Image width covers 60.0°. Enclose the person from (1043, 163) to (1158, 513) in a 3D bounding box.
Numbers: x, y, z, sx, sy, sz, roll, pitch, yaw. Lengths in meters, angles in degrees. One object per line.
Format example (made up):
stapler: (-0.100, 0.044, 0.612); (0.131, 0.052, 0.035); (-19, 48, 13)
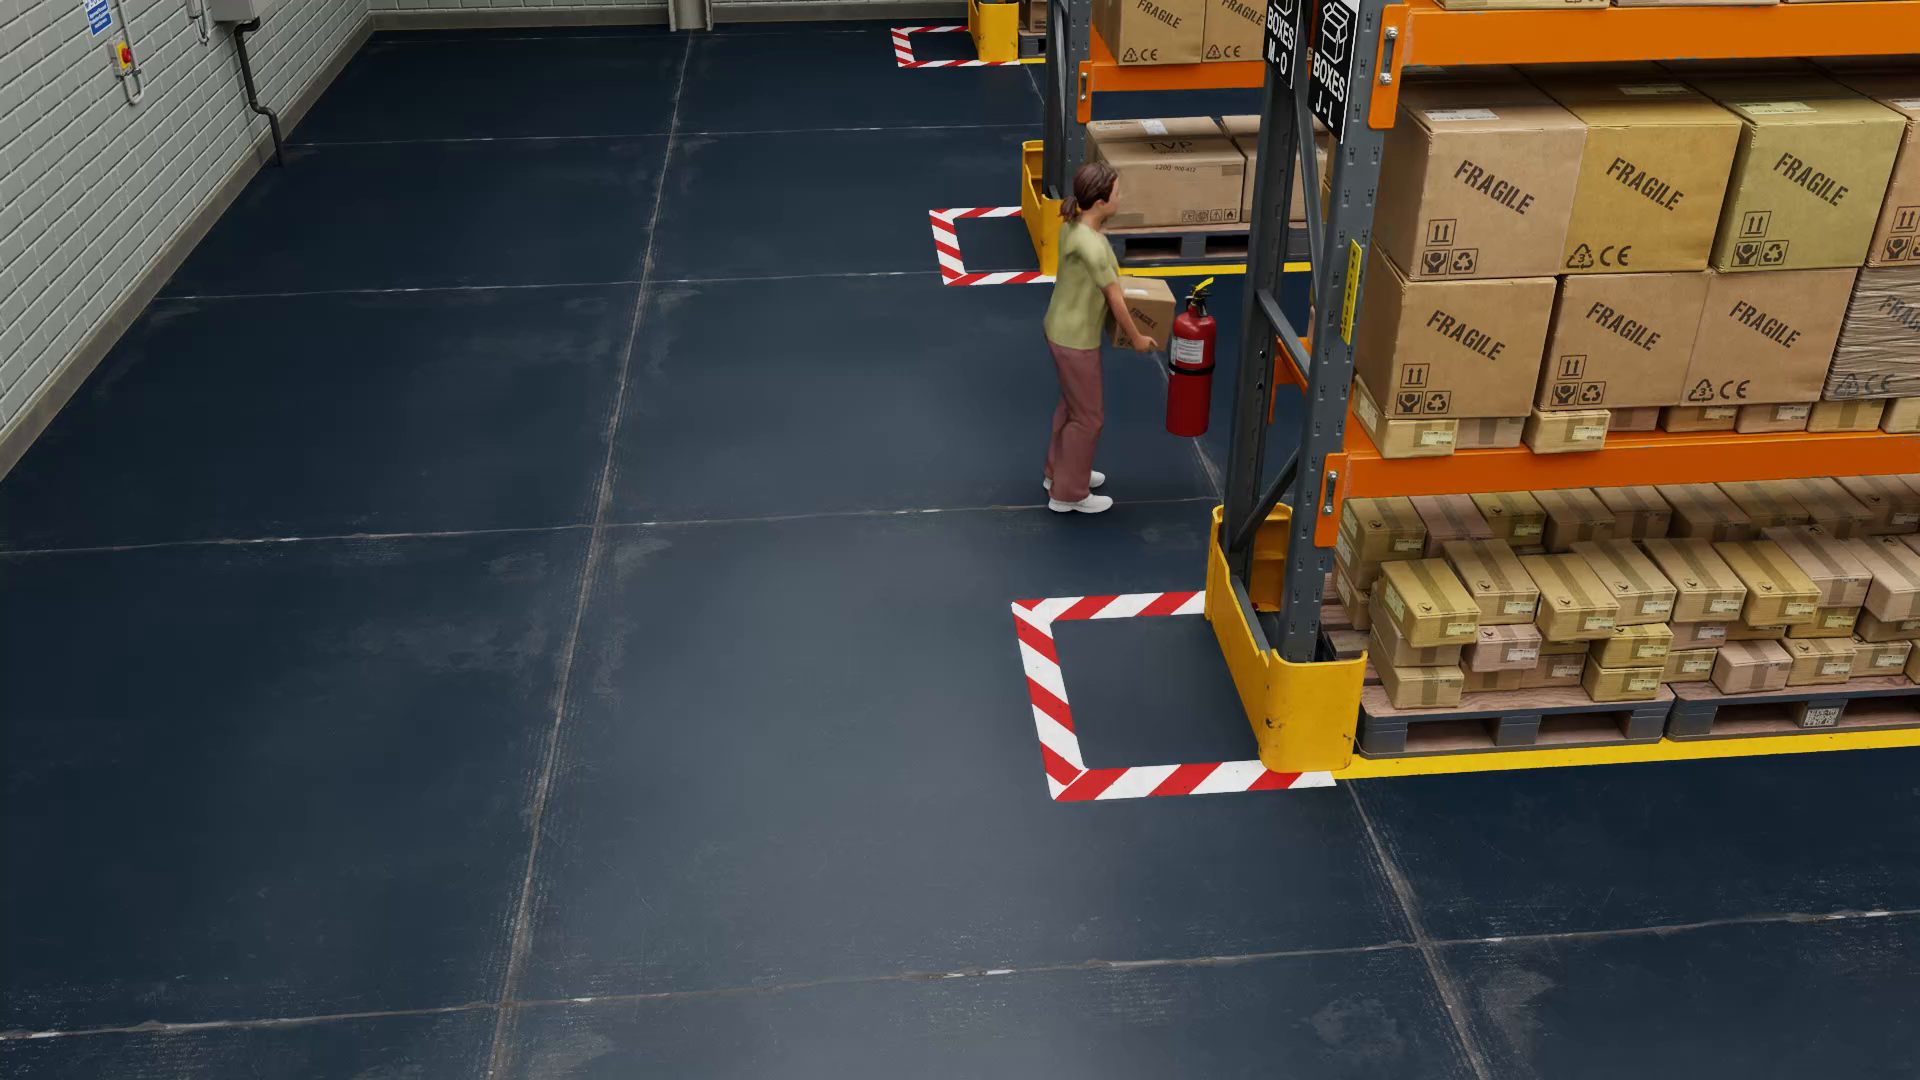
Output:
person: (0.639, -0.929, 7.684); (0.506, 1.665, 0.408); (-3, 31, -5)
